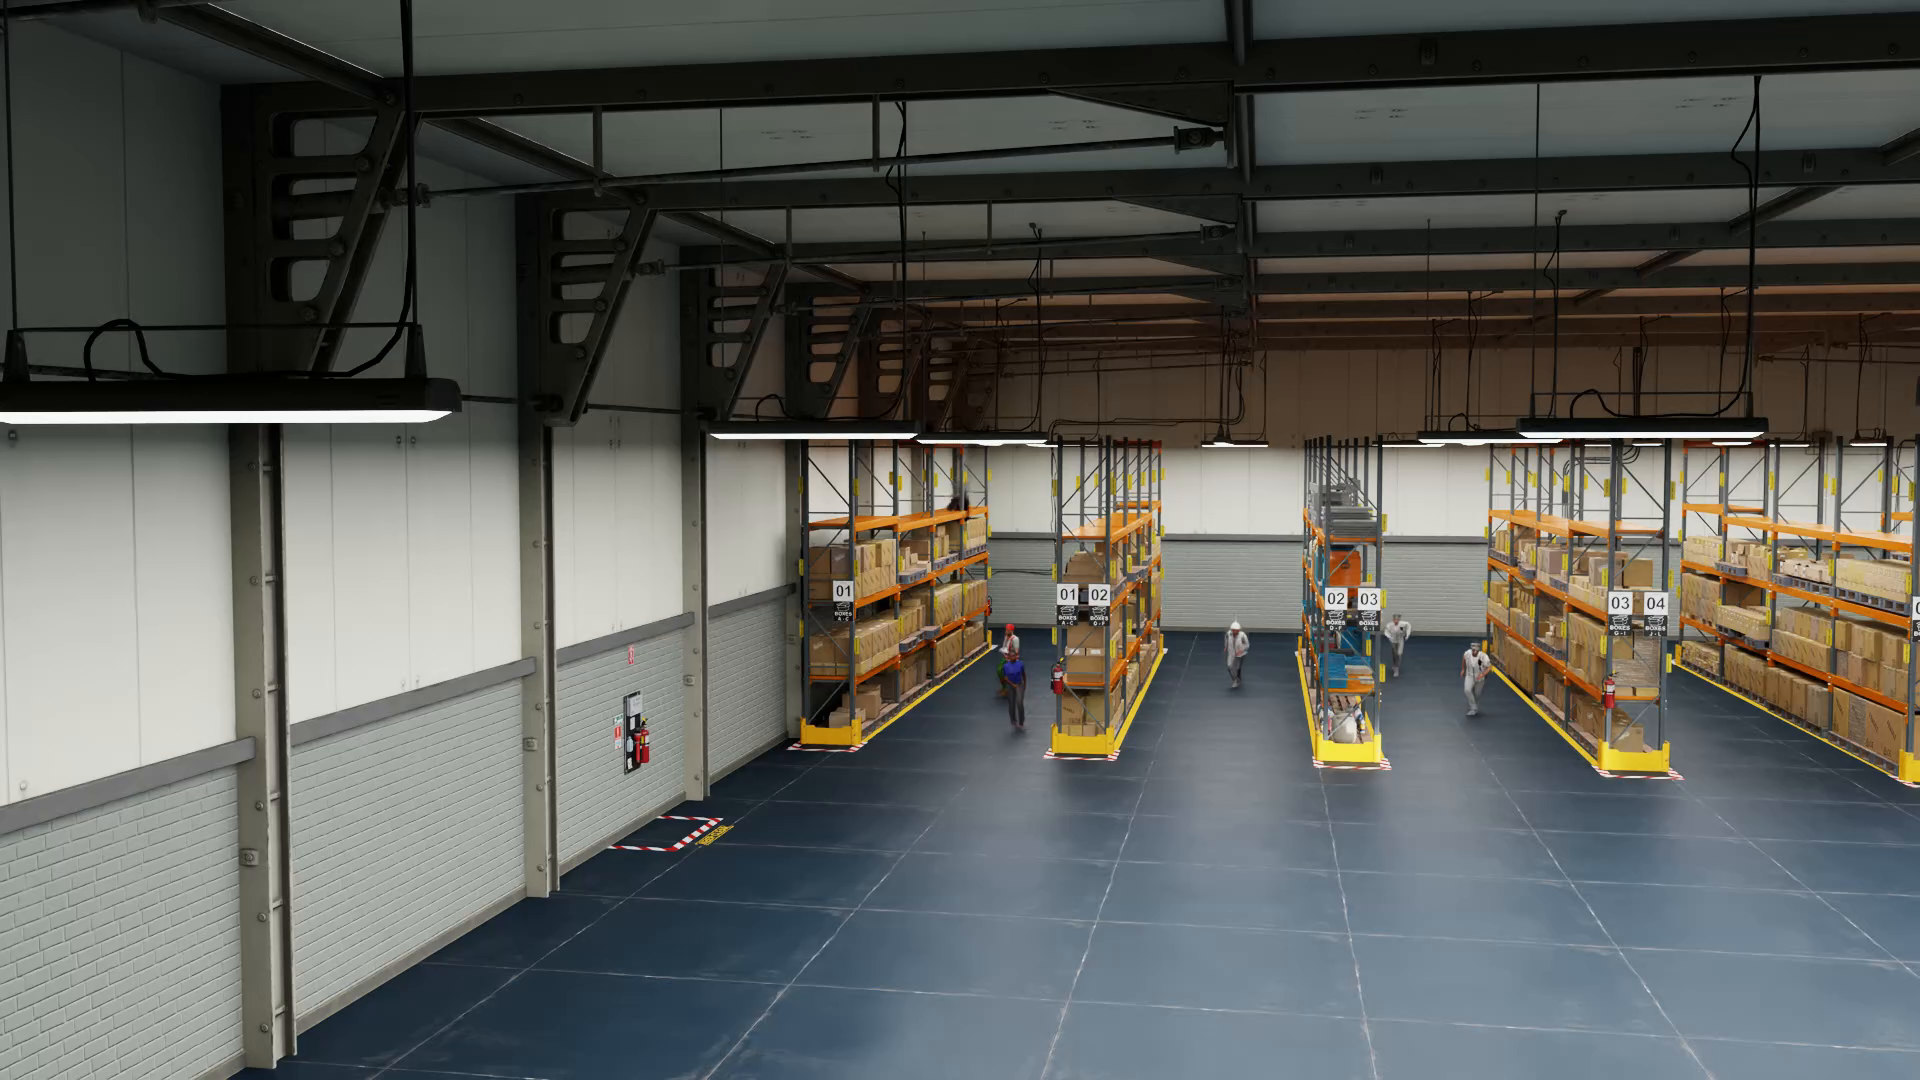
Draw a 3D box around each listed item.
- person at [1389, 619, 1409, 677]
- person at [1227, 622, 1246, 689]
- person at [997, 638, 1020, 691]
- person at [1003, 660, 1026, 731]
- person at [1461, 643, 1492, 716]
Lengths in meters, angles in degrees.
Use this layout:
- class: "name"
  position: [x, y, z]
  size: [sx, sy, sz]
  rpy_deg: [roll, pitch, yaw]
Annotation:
- class: "person"
  position: [11.197, 2.667, 42.435]
  size: [0.492, 1.617, 0.941]
  rpy_deg: [1, 3, 13]
- class: "person"
  position: [6.711, 2.746, 40.257]
  size: [0.411, 1.612, 1.121]
  rpy_deg: [1, 3, 18]
- class: "person"
  position: [1.107, 2.854, 38.547]
  size: [0.810, 1.357, 0.720]
  rpy_deg: [2, 4, 36]
- class: "person"
  position: [1.142, 3.169, 34.157]
  size: [0.487, 1.494, 0.579]
  rpy_deg: [0, 3, 8]
- class: "person"
  position: [11.176, 2.968, 35.966]
  size: [0.672, 1.586, 1.035]
  rpy_deg: [1, 3, 25]
